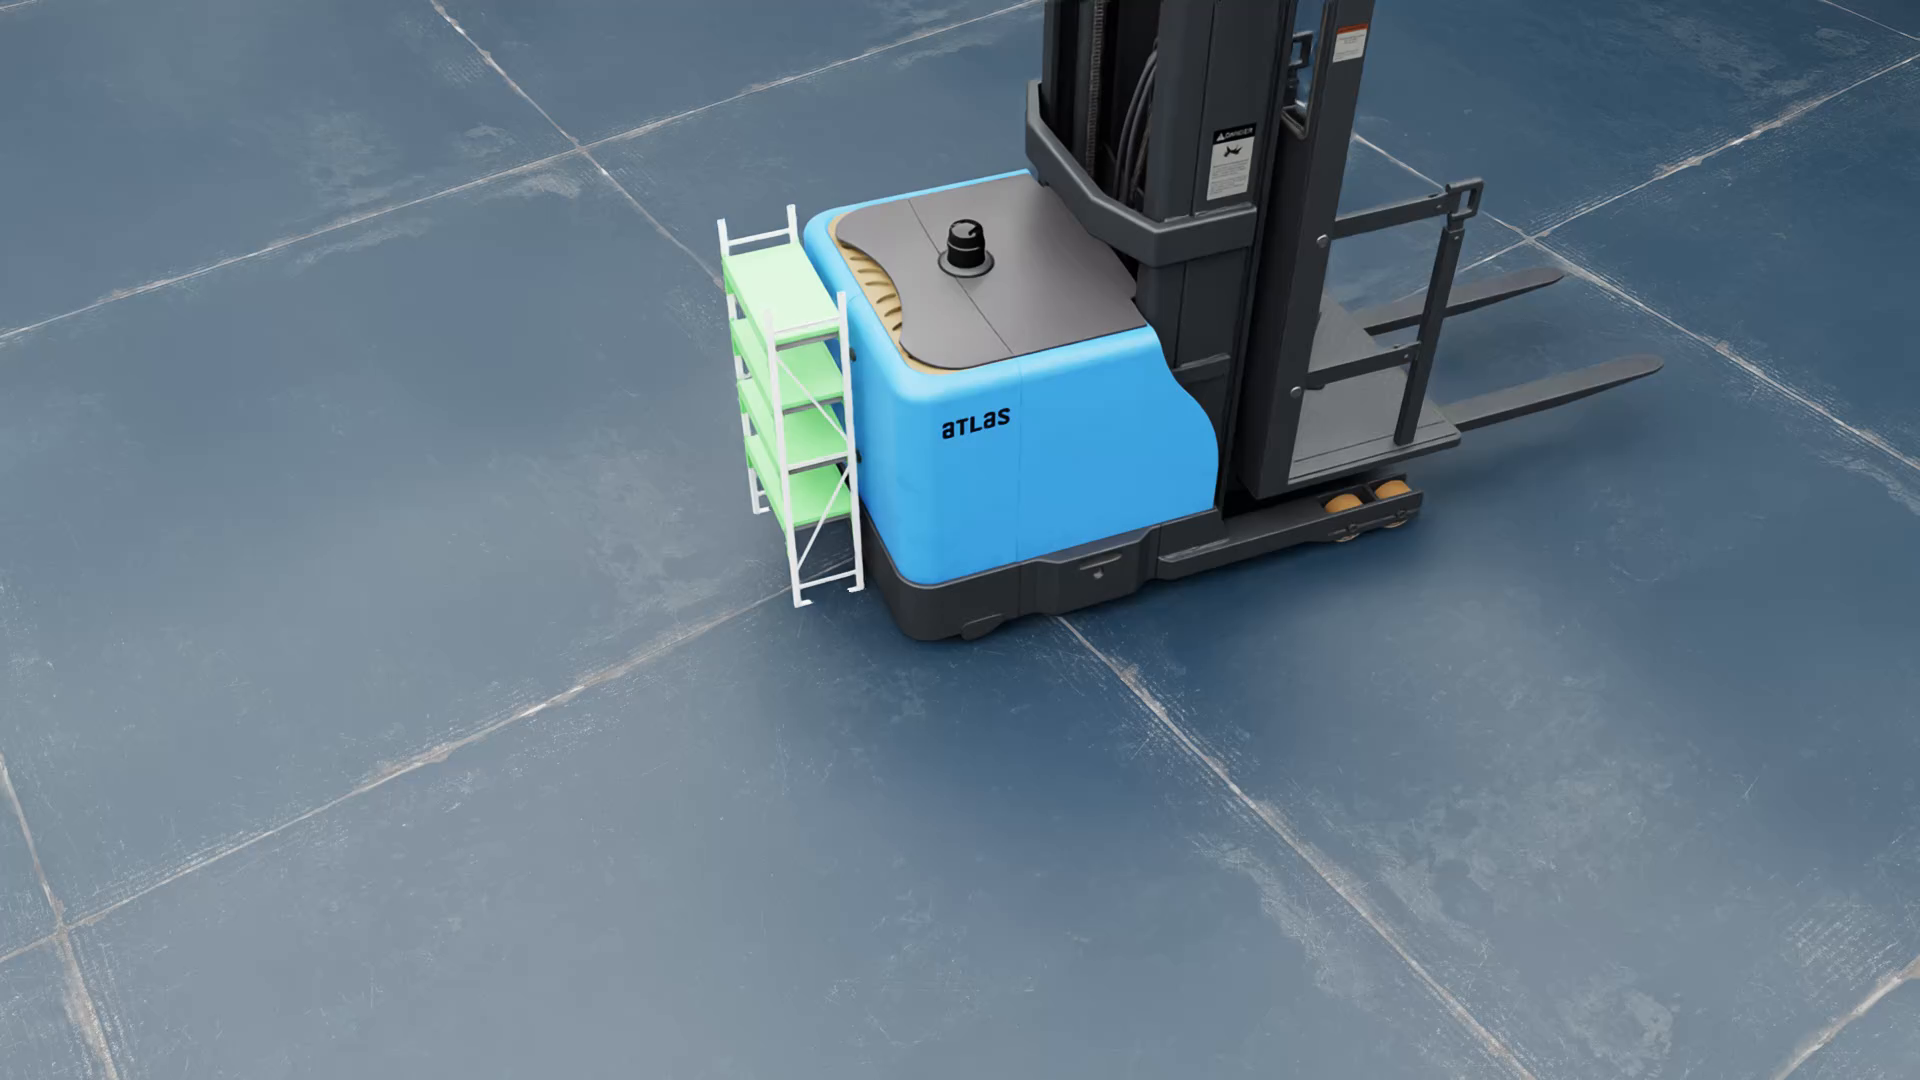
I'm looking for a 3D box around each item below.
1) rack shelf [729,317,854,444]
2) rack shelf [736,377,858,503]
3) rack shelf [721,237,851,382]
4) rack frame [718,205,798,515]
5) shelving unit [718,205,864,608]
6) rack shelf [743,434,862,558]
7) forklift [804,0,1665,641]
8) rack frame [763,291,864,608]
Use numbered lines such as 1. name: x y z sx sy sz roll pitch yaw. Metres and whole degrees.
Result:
1. rack shelf: -0.528 -0.527 5.178 0.258 0.148 0.480 -15 46 -15
2. rack shelf: -0.527 -0.354 5.344 0.258 0.148 0.480 -15 46 -15
3. rack shelf: -0.529 -0.701 5.012 0.258 0.148 0.480 -15 46 -15
4. rack frame: -0.615 -0.557 5.464 0.240 1.200 0.015 -15 46 -15
5. shelving unit: -0.527 -0.400 5.299 0.258 1.200 0.503 -15 46 -15
6. rack shelf: -0.526 -0.181 5.510 0.258 0.148 0.480 -15 46 -15
7. forklift: 1.059 -1.381 5.073 3.031 2.935 1.130 -15 46 -15
8. rack frame: -0.438 -0.243 5.135 0.240 1.200 0.015 -15 46 -15
